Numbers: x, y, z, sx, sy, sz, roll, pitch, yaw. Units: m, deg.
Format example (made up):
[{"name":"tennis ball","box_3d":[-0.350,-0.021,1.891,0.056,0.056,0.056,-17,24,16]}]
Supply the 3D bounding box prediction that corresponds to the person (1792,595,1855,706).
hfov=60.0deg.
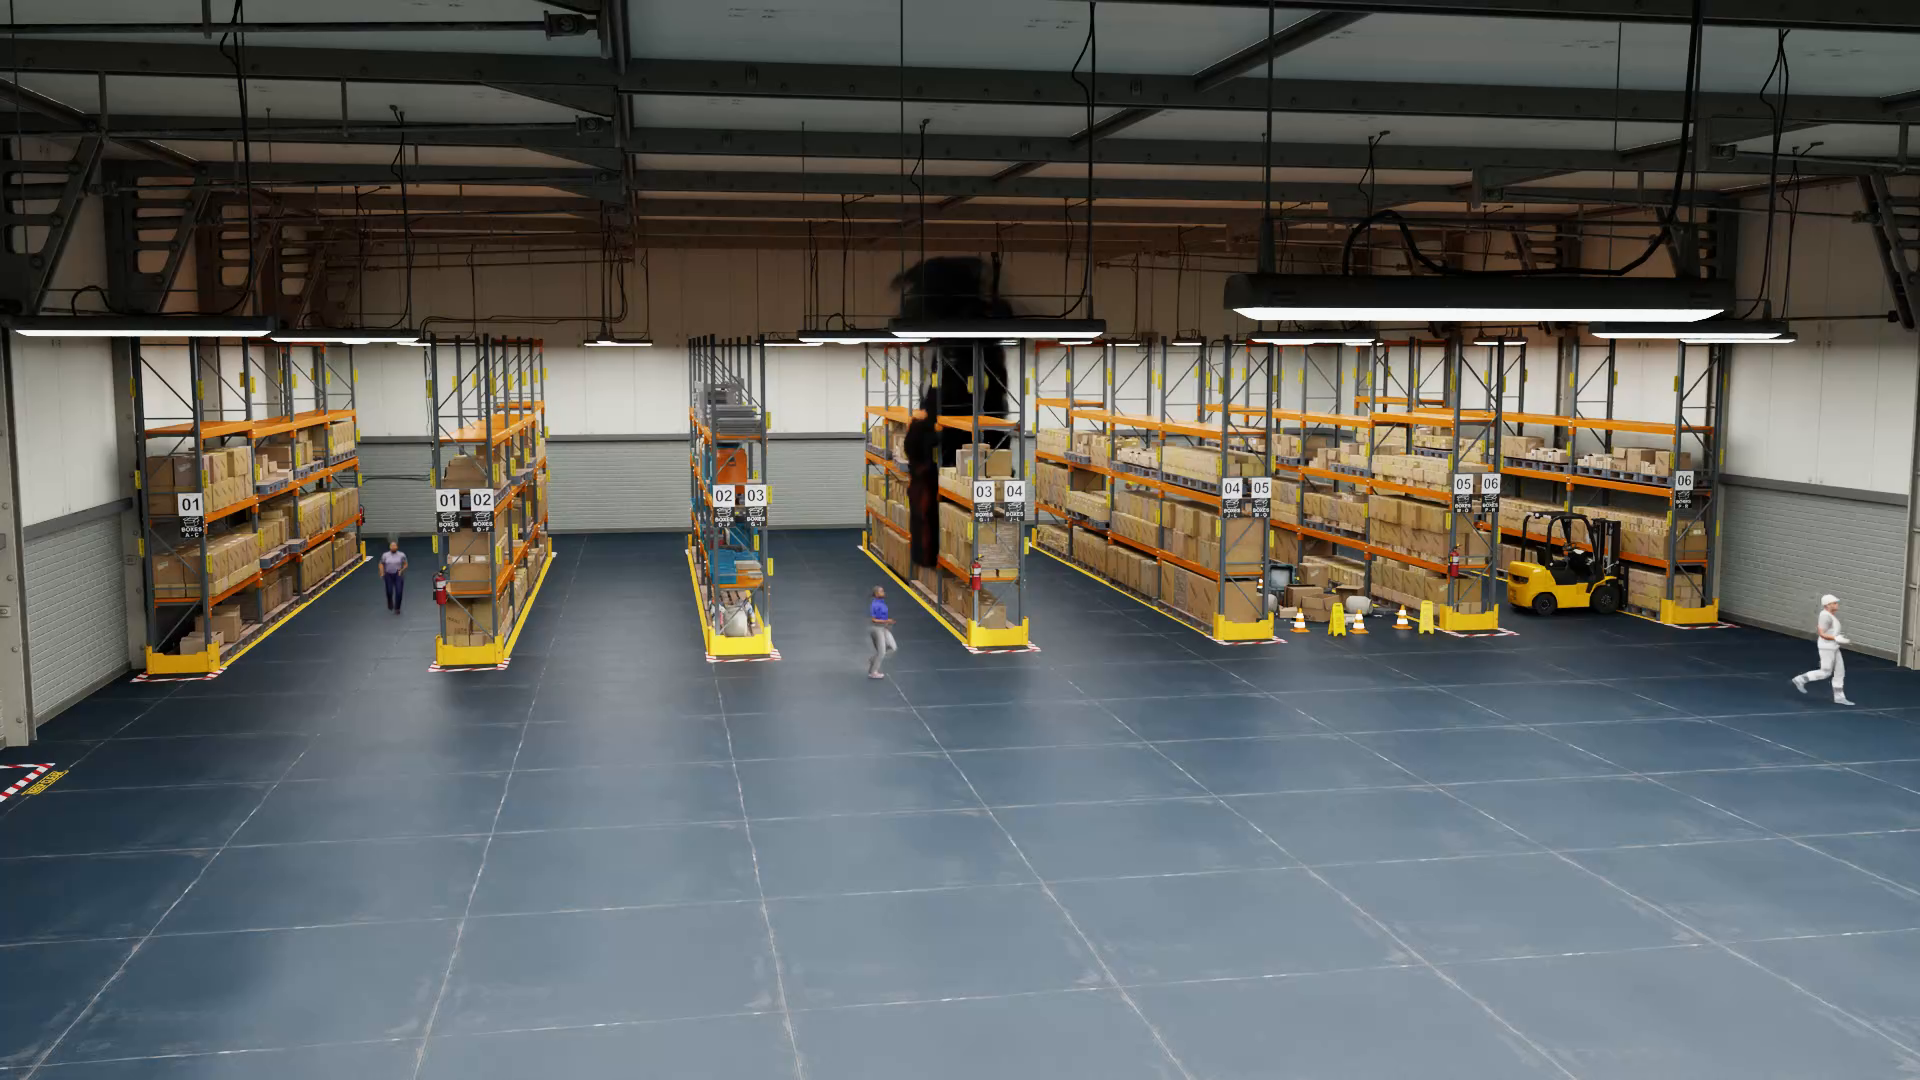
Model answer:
[{"name":"person","box_3d":[14.016,1.764,26.903,0.928,1.779,0.658,5,8,38]}]

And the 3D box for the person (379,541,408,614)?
[{"name":"person","box_3d":[-12.237,0.822,35.953,0.592,1.585,0.580,-2,7,-18]}]

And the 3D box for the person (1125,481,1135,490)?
[{"name":"person","box_3d":[5.217,-0.938,50.466,0.985,1.786,0.712,-1,7,-8]}]

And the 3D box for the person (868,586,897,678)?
[{"name":"person","box_3d":[-1.334,1.602,28.970,0.572,1.607,0.563,2,7,18]}]
